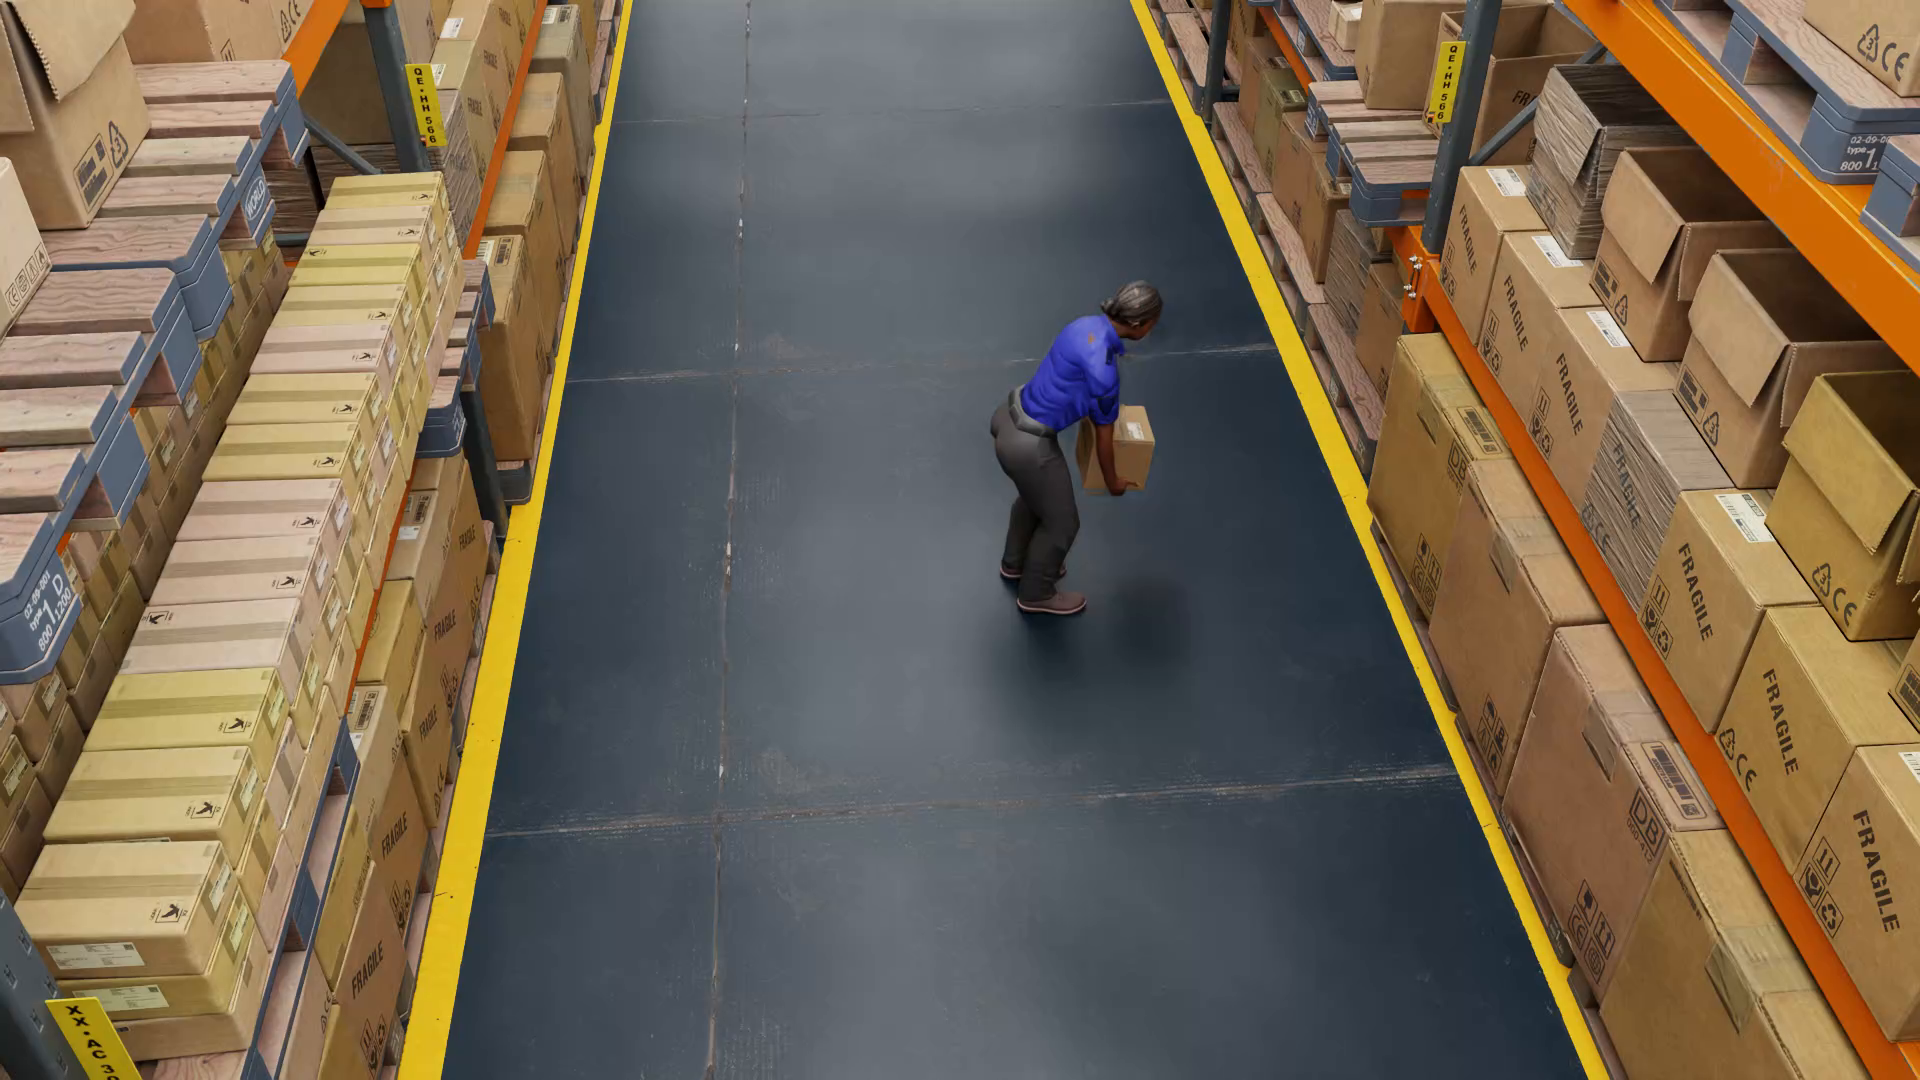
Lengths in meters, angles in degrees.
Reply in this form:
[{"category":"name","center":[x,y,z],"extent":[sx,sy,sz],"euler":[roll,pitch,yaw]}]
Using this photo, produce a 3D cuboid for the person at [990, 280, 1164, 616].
[{"category":"person","center":[0.454,-0.368,6.738],"extent":[0.656,1.502,0.405],"euler":[-4,40,-5]}]
